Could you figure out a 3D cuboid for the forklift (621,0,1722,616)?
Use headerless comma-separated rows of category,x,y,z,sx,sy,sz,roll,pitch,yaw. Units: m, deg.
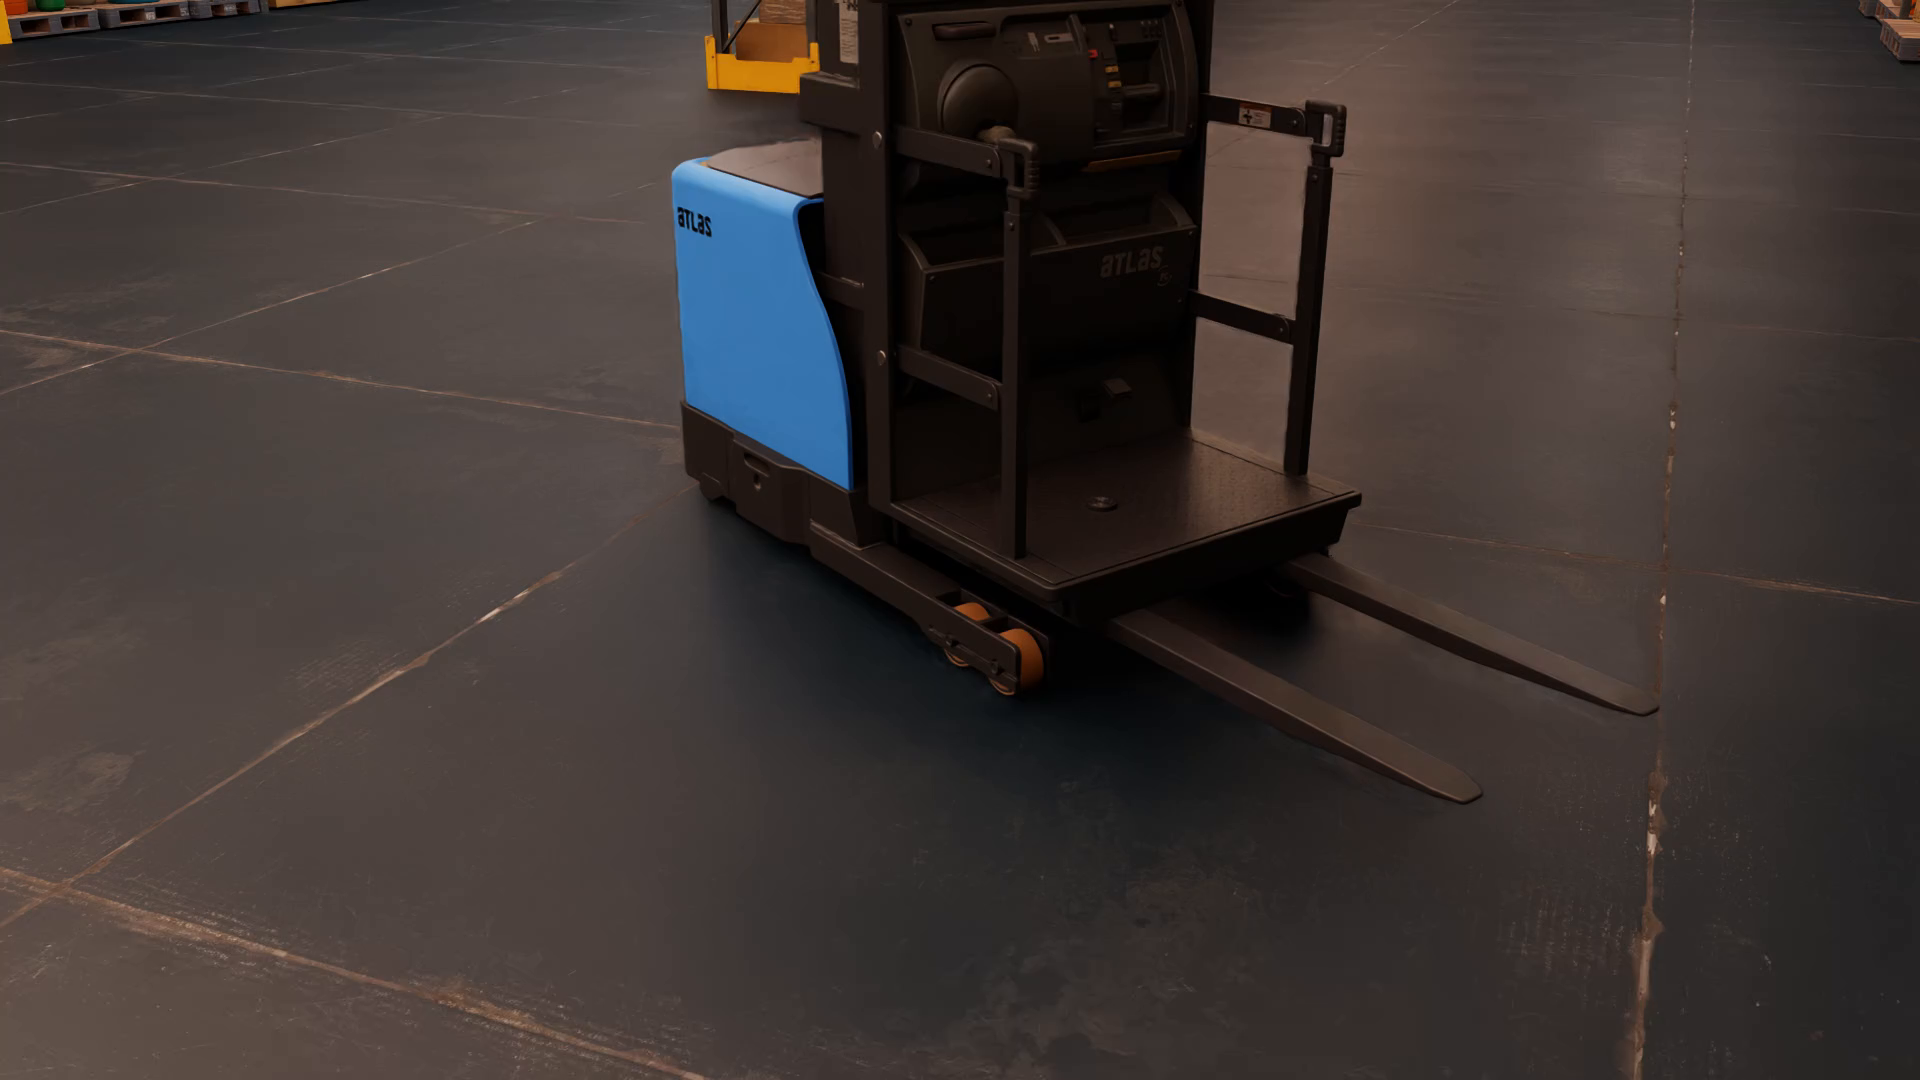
forklift,0.629,-1.356,4.537,3.031,2.935,1.130,1,23,4
